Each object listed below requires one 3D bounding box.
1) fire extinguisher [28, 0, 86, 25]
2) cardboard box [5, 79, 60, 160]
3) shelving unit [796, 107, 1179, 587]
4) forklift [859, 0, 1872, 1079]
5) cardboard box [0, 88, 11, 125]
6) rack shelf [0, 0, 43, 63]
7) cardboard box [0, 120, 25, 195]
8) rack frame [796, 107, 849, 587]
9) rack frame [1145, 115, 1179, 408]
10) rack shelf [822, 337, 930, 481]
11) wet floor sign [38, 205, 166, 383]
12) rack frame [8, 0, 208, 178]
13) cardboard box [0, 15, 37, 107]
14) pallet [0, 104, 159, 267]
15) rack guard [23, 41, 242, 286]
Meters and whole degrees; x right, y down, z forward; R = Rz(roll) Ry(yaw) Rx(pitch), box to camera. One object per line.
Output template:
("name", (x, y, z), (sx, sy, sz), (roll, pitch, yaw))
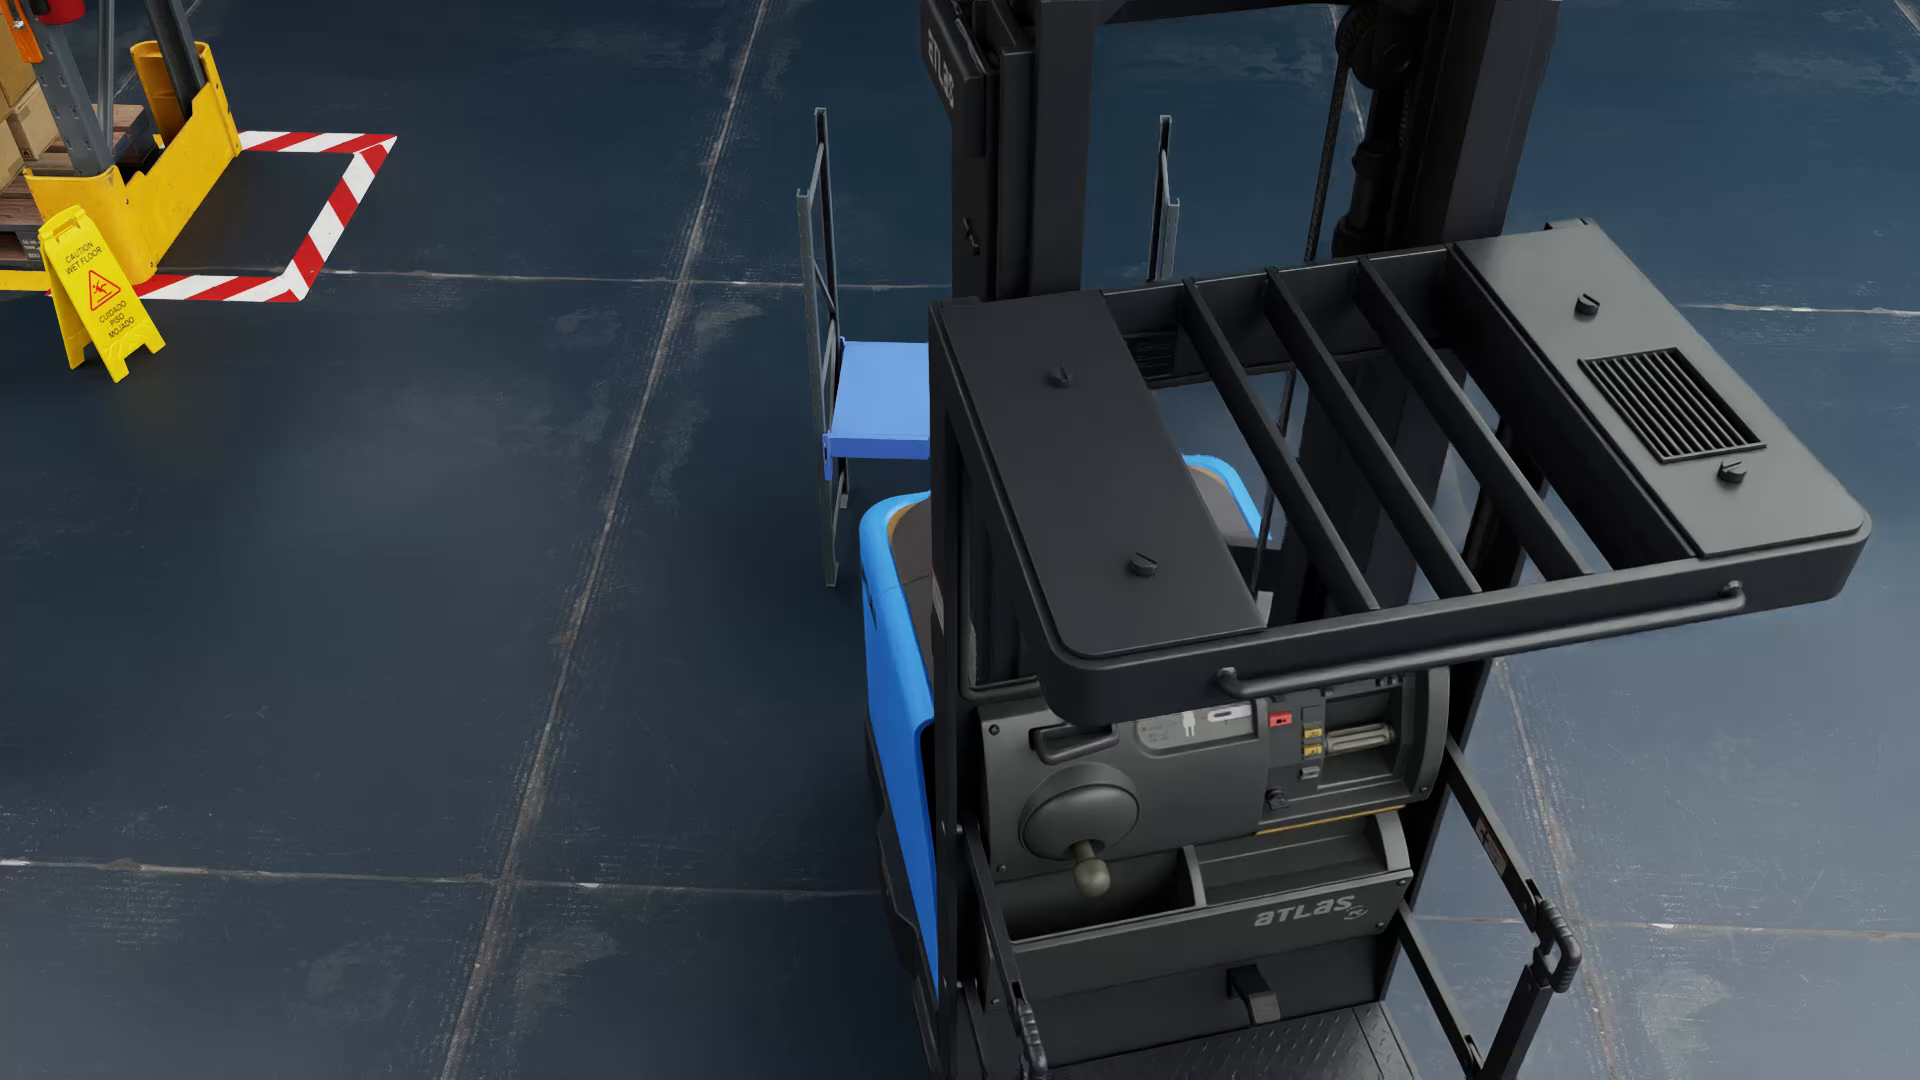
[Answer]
("fire extinguisher", (-3.347, -2.203, 5.971), (0.183, 0.674, 0.296), (2, 43, 2))
("cardboard box", (-4.234, -1.910, 7.308), (0.500, 0.250, 0.500), (1, 43, 2))
("shelving unit", (0.085, -0.546, 5.236), (1.048, 1.500, 0.538), (2, 43, 2))
("forklift", (0.547, 0.518, 3.043), (1.130, 2.935, 3.031), (-9, 44, -9))
("cardboard box", (-4.253, -1.818, 6.660), (0.500, 0.500, 0.500), (2, 43, 2))
("rack shelf", (-5.438, -2.347, 6.597), (4.000, 0.370, 1.077), (2, 43, 2))
("cardboard box", (-4.284, -1.539, 6.910), (0.500, 0.250, 0.500), (2, 43, 2))
("rack frame", (-0.423, -0.562, 5.253), (0.032, 1.500, 0.500), (2, 43, 2))
("rack frame", (0.593, -0.531, 5.219), (0.032, 1.500, 0.500), (2, 43, 2))
("rack shelf", (0.085, -0.415, 5.359), (1.000, 0.185, 0.538), (2, 43, 2))
("wet floor sign", (-3.299, -0.953, 6.300), (0.232, 0.644, 0.267), (16, 45, 16))
("rack frame", (-3.440, -2.549, 6.286), (0.127, 3.000, 1.000), (2, 43, 2))
("cardboard box", (-4.258, -2.184, 7.053), (0.500, 0.500, 0.500), (0, 43, 0))
("pallet", (-4.326, -1.580, 7.291), (1.213, 0.211, 1.003), (2, 43, 2))
("rack guard", (-3.516, -1.637, 7.140), (0.348, 0.500, 1.175), (2, 43, 2))
